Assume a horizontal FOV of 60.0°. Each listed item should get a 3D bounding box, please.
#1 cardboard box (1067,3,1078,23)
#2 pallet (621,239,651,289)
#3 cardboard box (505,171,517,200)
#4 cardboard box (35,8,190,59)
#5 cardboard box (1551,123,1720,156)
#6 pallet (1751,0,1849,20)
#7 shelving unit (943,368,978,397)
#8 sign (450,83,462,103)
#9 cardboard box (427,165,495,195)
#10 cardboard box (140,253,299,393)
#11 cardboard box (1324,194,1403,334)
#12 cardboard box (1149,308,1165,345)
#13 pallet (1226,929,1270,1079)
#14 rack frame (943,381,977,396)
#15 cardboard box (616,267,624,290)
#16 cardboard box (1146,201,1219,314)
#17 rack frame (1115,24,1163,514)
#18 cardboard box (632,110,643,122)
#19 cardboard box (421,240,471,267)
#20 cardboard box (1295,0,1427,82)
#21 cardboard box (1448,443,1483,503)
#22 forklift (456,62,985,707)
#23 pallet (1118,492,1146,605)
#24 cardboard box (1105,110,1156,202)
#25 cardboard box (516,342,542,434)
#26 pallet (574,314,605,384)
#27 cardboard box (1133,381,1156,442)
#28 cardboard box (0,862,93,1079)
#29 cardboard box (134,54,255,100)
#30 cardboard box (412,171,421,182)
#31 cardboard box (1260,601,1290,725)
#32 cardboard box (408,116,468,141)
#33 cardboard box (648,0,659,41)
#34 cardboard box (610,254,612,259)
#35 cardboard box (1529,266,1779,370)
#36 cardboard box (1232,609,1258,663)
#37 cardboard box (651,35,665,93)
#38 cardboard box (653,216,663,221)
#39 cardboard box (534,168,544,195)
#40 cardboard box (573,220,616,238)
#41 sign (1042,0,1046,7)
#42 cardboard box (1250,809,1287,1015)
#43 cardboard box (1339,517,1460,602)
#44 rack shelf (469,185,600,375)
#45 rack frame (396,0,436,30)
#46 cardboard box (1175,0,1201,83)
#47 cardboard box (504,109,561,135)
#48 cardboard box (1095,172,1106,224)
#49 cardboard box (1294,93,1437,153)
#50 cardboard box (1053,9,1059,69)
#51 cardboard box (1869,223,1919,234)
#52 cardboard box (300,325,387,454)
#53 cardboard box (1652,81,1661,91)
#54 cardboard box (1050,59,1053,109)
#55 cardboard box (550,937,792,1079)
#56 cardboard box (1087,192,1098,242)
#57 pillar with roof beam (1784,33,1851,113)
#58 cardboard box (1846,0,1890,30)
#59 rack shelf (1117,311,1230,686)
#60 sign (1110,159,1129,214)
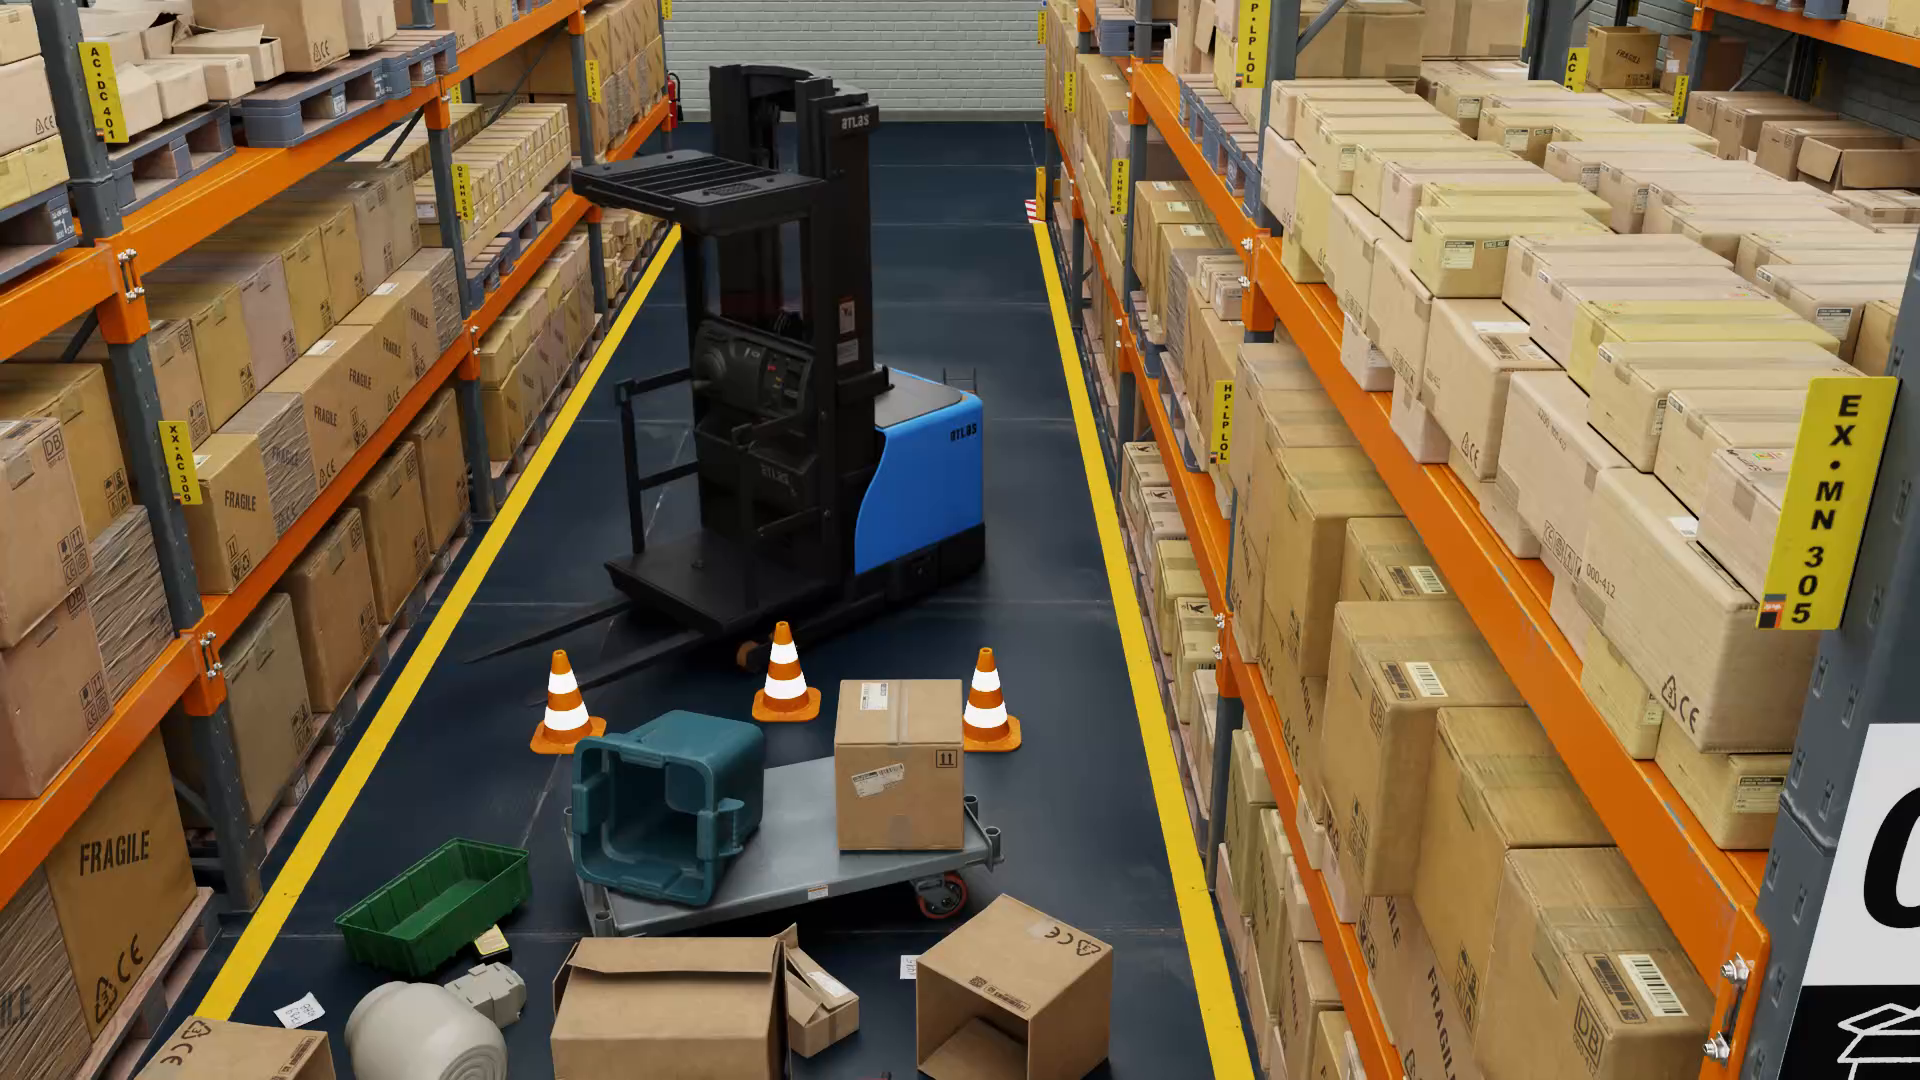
[{"bbox_3d":[1.164,-4.758,15.009,0.380,0.149,0.250,0,24,-1],"label":"cardboard box"},{"bbox_3d":[-3.553,-2.654,15.862,1.003,0.211,1.213,0,24,-1],"label":"pallet"},{"bbox_3d":[-3.271,-2.439,11.436,0.380,0.149,0.250,0,24,-1],"label":"cardboard box"},{"bbox_3d":[-3.646,-2.132,7.160,0.500,0.311,0.500,-1,24,-2],"label":"cardboard box"},{"bbox_3d":[1.890,-1.076,4.687,0.380,0.149,0.250,0,24,1],"label":"cardboard box"},{"bbox_3d":[6.369,-3.816,11.636,1.213,0.211,1.003,0,24,-1],"label":"pallet"},{"bbox_3d":[-0.001,-0.500,10.082,0.215,1.050,0.252,0,24,-1],"label":"shelving unit"},{"bbox_3d":[-4.037,-3.533,13.370,0.100,0.325,0.005,0,24,-1],"label":"sign"},{"bbox_3d":[-3.268,-2.356,10.892,0.380,0.149,0.250,-1,24,-3],"label":"cardboard box"},{"bbox_3d":[-3.431,-0.973,7.427,0.700,0.500,0.500,0,24,0],"label":"cardboard box"},{"bbox_3d":[1.280,-0.744,4.435,0.500,0.250,0.500,0,24,0],"label":"cardboard box"},{"bbox_3d":[1.224,-1.159,8.967,0.380,0.149,0.250,0,24,0],"label":"cardboard box"},{"bbox_3d":[1.584,1.636,6.377,1.003,0.211,1.213,0,24,-1],"label":"pallet"},{"bbox_3d":[0.001,-0.450,9.971,0.200,1.050,0.008,0,24,-1],"label":"rack frame"},{"bbox_3d":[-3.180,-2.297,14.640,0.380,0.149,0.250,0,24,1],"label":"cardboard box"},{"bbox_3d":[1.284,-1.531,9.003,0.500,0.500,0.500,1,24,2],"label":"cardboard box"},{"bbox_3d":[1.498,-1.560,10.058,1.000,3.000,0.127,0,24,-1],"label":"rack frame"},{"bbox_3d":[-3.269,-4.125,16.035,0.380,0.149,0.250,-1,24,-3],"label":"cardboard box"},{"bbox_3d":[-3.254,-1.758,10.292,0.380,0.149,0.250,-1,24,-1],"label":"cardboard box"},{"bbox_3d":[1.408,-1.867,6.164,0.500,0.250,0.500,0,24,1],"label":"cardboard box"},{"bbox_3d":[1.316,-0.189,3.692,0.380,0.149,0.250,-1,24,-2],"label":"cardboard box"},{"bbox_3d":[-1.244,-0.877,8.632,1.130,2.935,3.031,22,32,40],"label":"forklift"},{"bbox_3d":[1.505,0.033,9.921,1.003,0.211,1.213,0,24,-1],"label":"pallet"},{"bbox_3d":[1.217,-2.484,10.767,0.500,0.500,0.500,0,24,0],"label":"cardboard box"},{"bbox_3d":[-3.212,-1.048,11.450,0.500,0.500,0.500,0,24,0],"label":"cardboard box"},{"bbox_3d":[-3.484,-1.553,13.427,1.003,0.211,1.213,0,24,-1],"label":"pallet"},{"bbox_3d":[1.573,-1.068,11.040,0.875,0.875,0.875,0,24,-1],"label":"cardboard box"},{"bbox_3d":[-3.457,1.560,5.229,0.875,0.875,0.875,0,24,0],"label":"cardboard box"},{"bbox_3d":[-3.162,-1.915,6.878,0.380,0.149,0.250,0,24,-1],"label":"cardboard box"},{"bbox_3d":[-3.928,-2.441,11.442,0.380,0.149,0.250,0,24,1],"label":"cardboard box"},{"bbox_3d":[1.296,0.297,5.471,0.500,0.500,0.500,0,24,-1],"label":"cardboard box"},{"bbox_3d":[-3.941,-3.107,12.553,0.380,0.149,0.250,0,24,0],"label":"cardboard box"},{"bbox_3d":[-3.284,-5.241,16.503,0.500,0.500,0.500,-1,24,-2],"label":"cardboard box"},{"bbox_3d":[-3.310,-2.527,14.786,0.380,0.149,0.250,0,24,-1],"label":"cardboard box"},{"bbox_3d":[1.354,-0.434,3.266,0.380,0.149,0.250,0,24,-1],"label":"cardboard box"},{"bbox_3d":[1.224,0.334,6.175,0.380,0.149,0.250,0,24,-1],"label":"cardboard box"},{"bbox_3d":[-3.276,-4.789,16.717,0.500,0.500,0.500,0,24,1],"label":"cardboard box"},{"bbox_3d":[-3.220,-3.363,16.996,0.380,0.149,0.250,0,24,1],"label":"cardboard box"},{"bbox_3d":[-3.277,-2.630,12.221,0.380,0.149,0.250,-1,24,-3],"label":"cardboard box"},{"bbox_3d":[-3.312,-2.775,14.974,0.380,0.149,0.250,-1,24,-2],"label":"cardboard box"},{"bbox_3d":[1.277,-7.328,22.484,0.327,0.218,0.001,0,24,-1],"label":"sign"},{"bbox_3d":[1.296,1.273,5.711,0.500,0.500,0.500,1,24,2],"label":"cardboard box"},{"bbox_3d":[1.388,0.266,4.325,0.700,0.500,0.500,0,24,-1],"label":"cardboard box"},{"bbox_3d":[-3.473,-1.992,11.887,1.077,0.370,4.000,0,24,-1],"label":"rack shelf"},{"bbox_3d":[-3.451,-4.229,8.681,1.000,3.000,0.127,0,24,-1],"label":"rack frame"},{"bbox_3d":[1.498,-2.581,8.556,0.700,0.500,0.500,0,24,-1],"label":"cardboard box"},{"bbox_3d":[-3.291,-3.217,12.795,0.380,0.149,0.250,-1,24,-2],"label":"cardboard box"},{"bbox_3d":[1.203,-2.340,11.358,0.500,0.250,0.500,-1,24,-2],"label":"cardboard box"},{"bbox_3d":[1.251,-1.289,5.156,0.380,0.149,0.250,0,24,1],"label":"cardboard box"},{"bbox_3d":[1.157,-4.733,15.740,0.500,0.500,0.500,0,24,-1],"label":"cardboard box"},{"bbox_3d":[6.070,-1.929,10.671,0.380,0.149,0.250,0,24,0],"label":"cardboard box"},{"bbox_3d":[-3.158,-0.734,8.112,0.500,0.500,0.500,0,24,0],"label":"cardboard box"},{"bbox_3d":[6.655,-4.127,15.555,0.500,0.250,0.500,0,24,-1],"label":"cardboard box"},{"bbox_3d":[1.162,-4.494,16.425,0.500,0.500,0.500,-1,24,-1],"label":"cardboard box"},{"bbox_3d":[-0.984,1.715,5.683,0.797,0.637,0.503,0,24,-1],"label":"cardboard box"},{"bbox_3d":[1.188,-2.326,11.936,0.500,0.250,0.500,-1,24,-1],"label":"cardboard box"},{"bbox_3d":[3.007,-6.237,13.119,9.100,9.000,0.400,0,24,-1],"label":"pillar with roof beam"},{"bbox_3d":[6.201,-3.505,10.903,0.500,0.250,0.500,0,24,-1],"label":"cardboard box"},{"bbox_3d":[1.520,-0.408,8.384,1.077,0.370,4.000,0,24,-1],"label":"rack shelf"},{"bbox_3d":[0.943,-2.083,9.811,0.100,0.325,0.005,0,24,-1],"label":"sign"}]
